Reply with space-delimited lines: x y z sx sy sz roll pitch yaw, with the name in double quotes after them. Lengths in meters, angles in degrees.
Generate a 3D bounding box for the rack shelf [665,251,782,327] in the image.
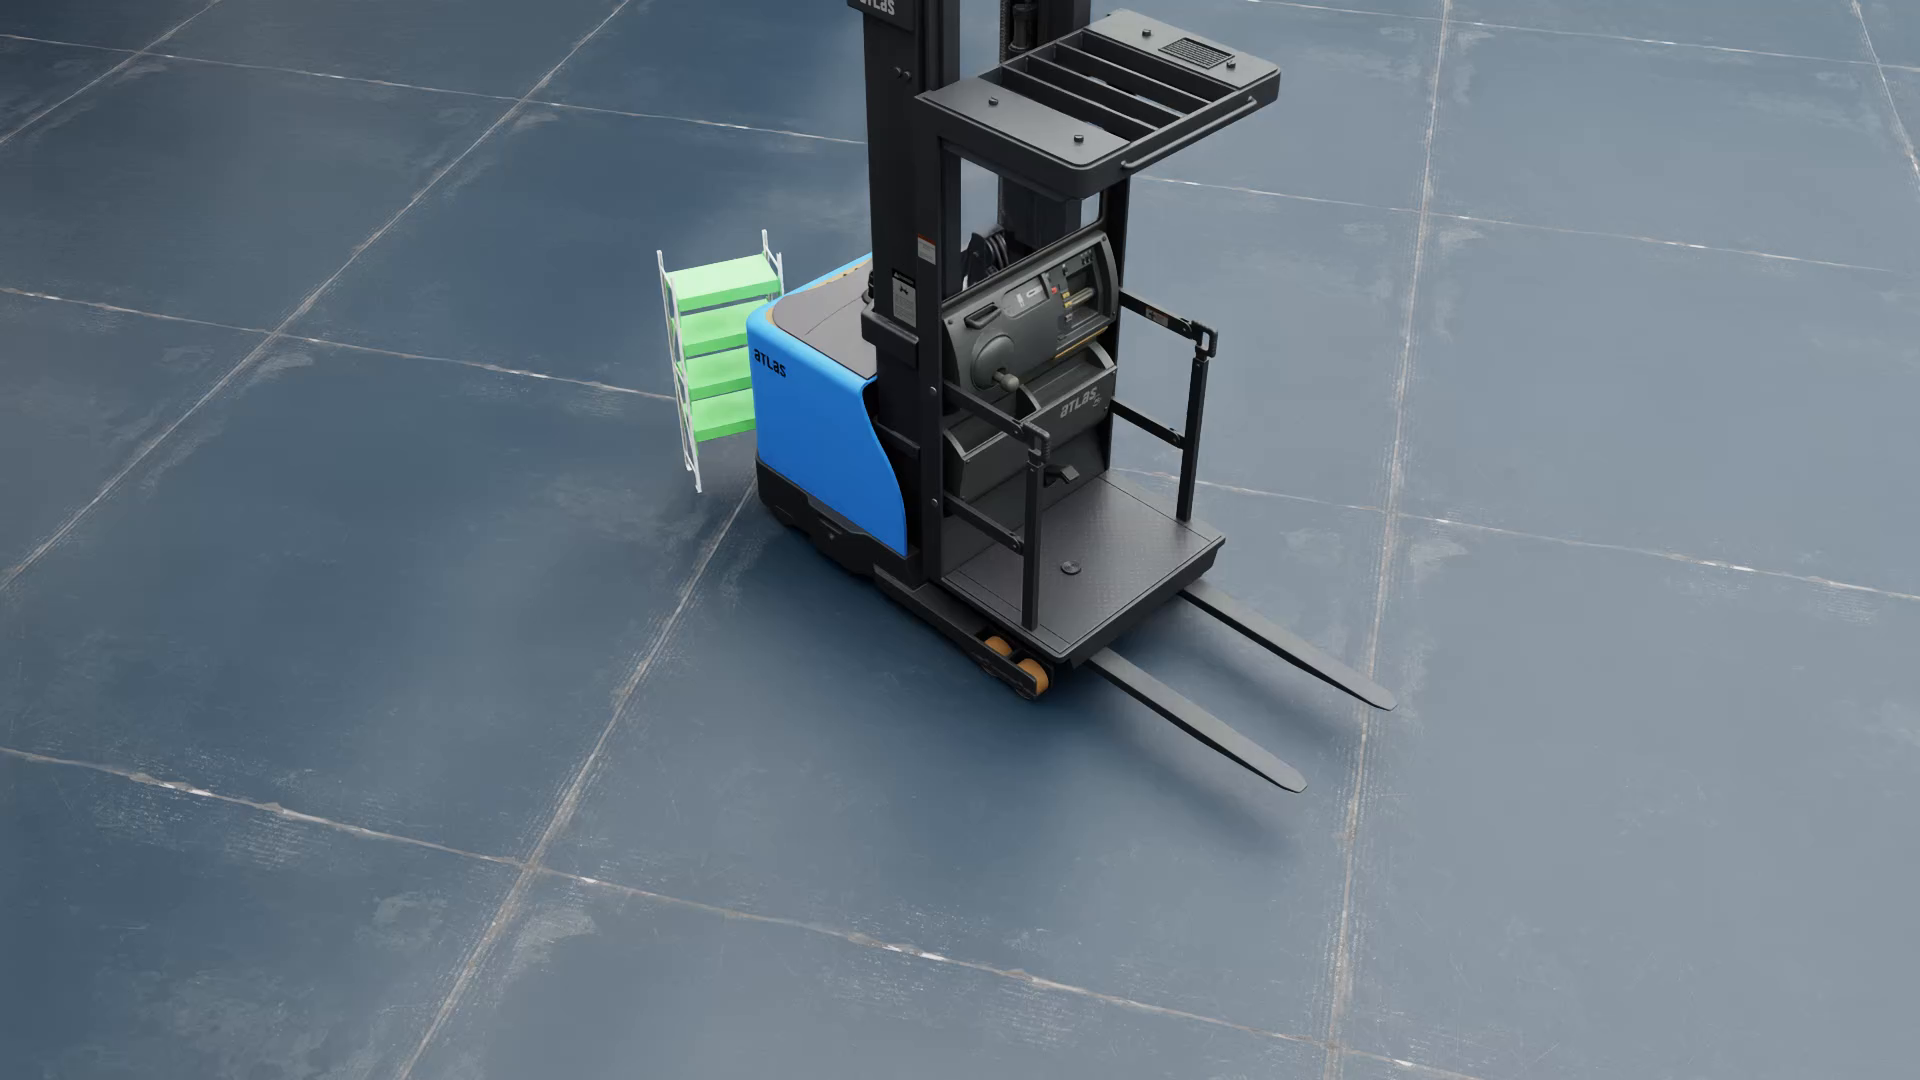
-1.074 -1.138 7.525 0.480 0.148 0.258 -15 42 -17 "rack shelf"

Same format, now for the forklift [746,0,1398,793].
0.443 -0.838 6.468 3.031 2.935 1.130 33 50 33 "forklift"

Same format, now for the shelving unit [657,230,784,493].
-1.074 -0.819 7.792 0.503 1.200 0.258 -15 42 -17 "shelving unit"

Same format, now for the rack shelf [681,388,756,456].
-1.074 -0.586 7.988 0.480 0.148 0.258 -15 42 -17 "rack shelf"

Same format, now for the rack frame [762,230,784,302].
-0.848 -0.879 7.863 0.015 1.200 0.240 -15 42 -17 "rack frame"

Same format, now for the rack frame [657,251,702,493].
-1.299 -0.760 7.722 0.015 1.200 0.240 -15 42 -17 "rack frame"

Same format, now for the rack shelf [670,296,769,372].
-1.074 -0.954 7.679 0.480 0.148 0.258 -15 42 -17 "rack shelf"

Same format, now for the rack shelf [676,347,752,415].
-1.074 -0.770 7.833 0.480 0.148 0.258 -15 42 -17 "rack shelf"
